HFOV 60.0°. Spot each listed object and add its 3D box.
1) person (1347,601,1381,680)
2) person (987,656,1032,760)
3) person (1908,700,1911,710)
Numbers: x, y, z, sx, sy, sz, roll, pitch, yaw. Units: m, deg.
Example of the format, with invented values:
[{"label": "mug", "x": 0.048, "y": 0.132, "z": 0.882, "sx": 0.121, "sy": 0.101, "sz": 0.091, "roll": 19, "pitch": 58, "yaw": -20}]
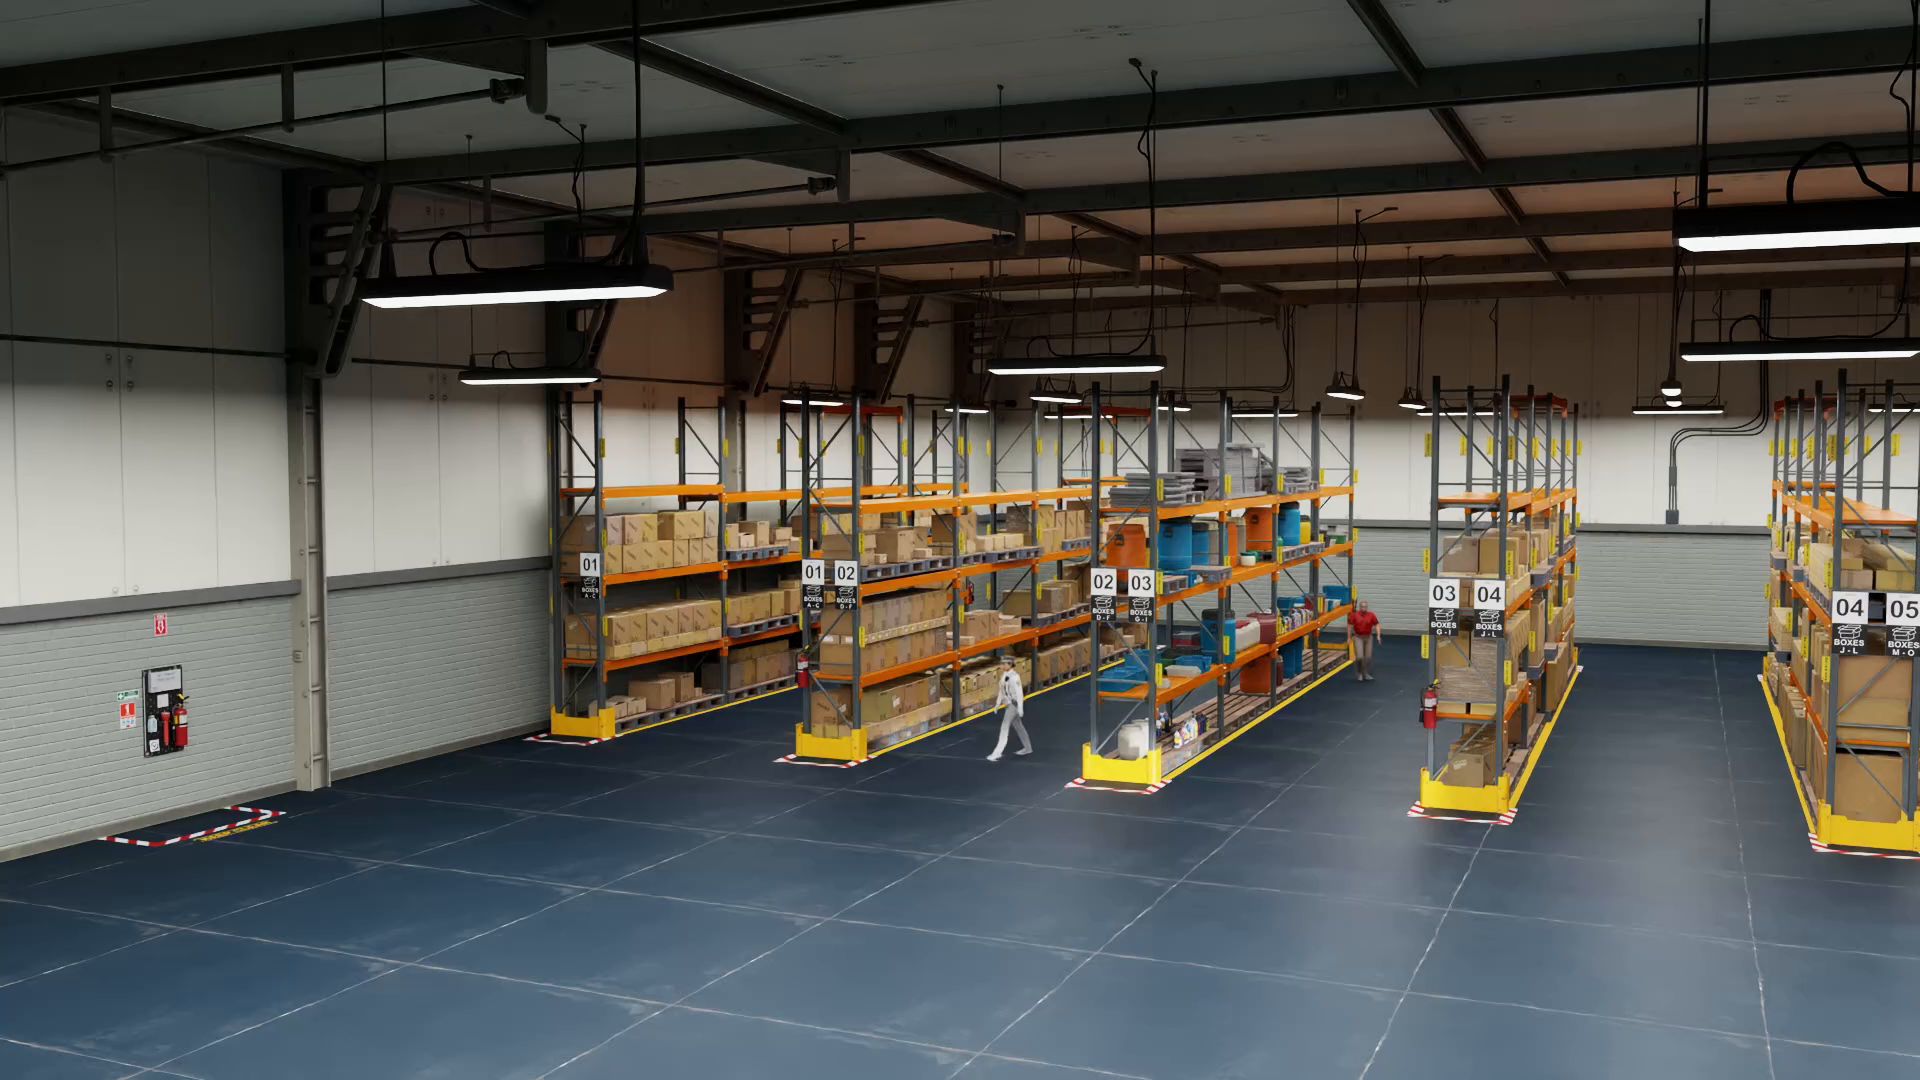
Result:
[{"label": "person", "x": 8.717, "y": 2.219, "z": 35.902, "sx": 0.683, "sy": 1.815, "sz": 0.565, "roll": 0, "pitch": 3, "yaw": -5}, {"label": "person", "x": 0.779, "y": 2.677, "z": 26.863, "sx": 0.870, "sy": 1.632, "sz": 0.511, "roll": -1, "pitch": 3, "yaw": -18}, {"label": "person", "x": 18.051, "y": 2.383, "z": 31.813, "sx": 0.575, "sy": 1.806, "sz": 0.401, "roll": 0, "pitch": 3, "yaw": 0}]
